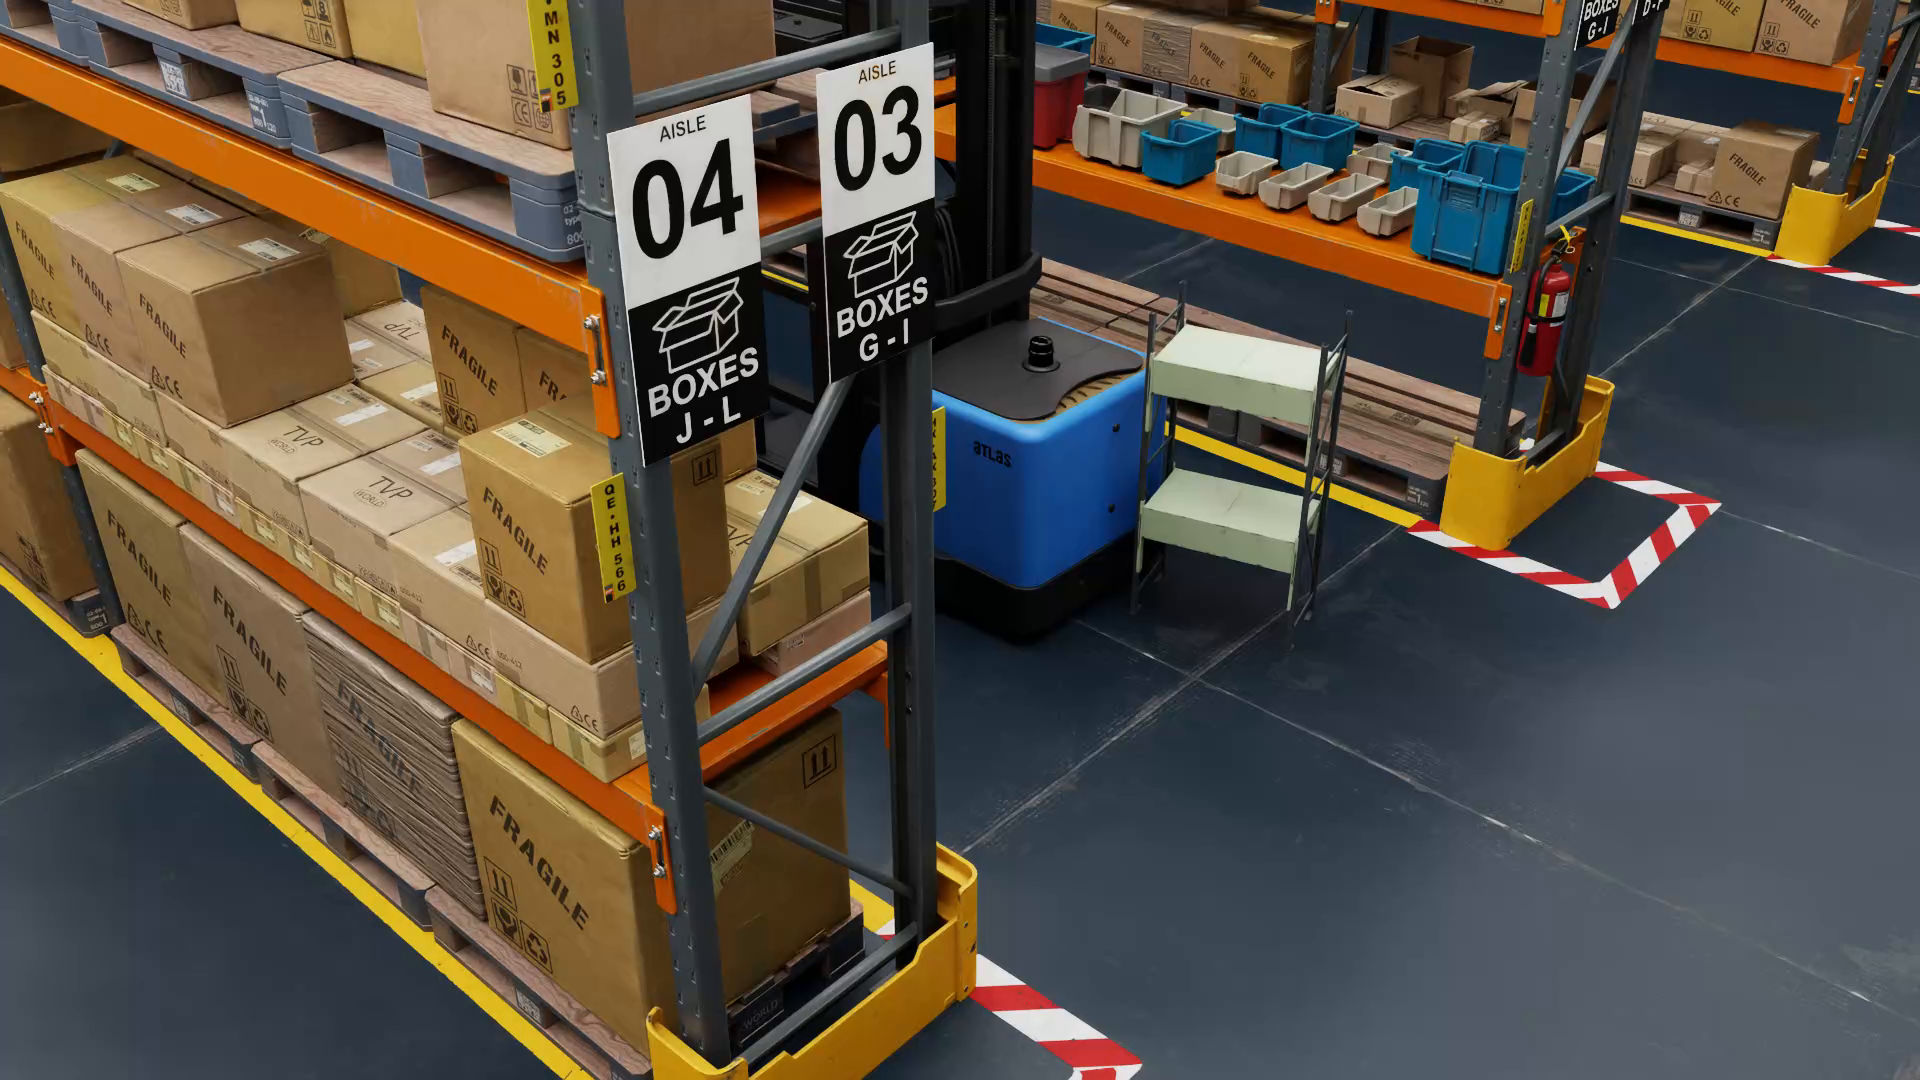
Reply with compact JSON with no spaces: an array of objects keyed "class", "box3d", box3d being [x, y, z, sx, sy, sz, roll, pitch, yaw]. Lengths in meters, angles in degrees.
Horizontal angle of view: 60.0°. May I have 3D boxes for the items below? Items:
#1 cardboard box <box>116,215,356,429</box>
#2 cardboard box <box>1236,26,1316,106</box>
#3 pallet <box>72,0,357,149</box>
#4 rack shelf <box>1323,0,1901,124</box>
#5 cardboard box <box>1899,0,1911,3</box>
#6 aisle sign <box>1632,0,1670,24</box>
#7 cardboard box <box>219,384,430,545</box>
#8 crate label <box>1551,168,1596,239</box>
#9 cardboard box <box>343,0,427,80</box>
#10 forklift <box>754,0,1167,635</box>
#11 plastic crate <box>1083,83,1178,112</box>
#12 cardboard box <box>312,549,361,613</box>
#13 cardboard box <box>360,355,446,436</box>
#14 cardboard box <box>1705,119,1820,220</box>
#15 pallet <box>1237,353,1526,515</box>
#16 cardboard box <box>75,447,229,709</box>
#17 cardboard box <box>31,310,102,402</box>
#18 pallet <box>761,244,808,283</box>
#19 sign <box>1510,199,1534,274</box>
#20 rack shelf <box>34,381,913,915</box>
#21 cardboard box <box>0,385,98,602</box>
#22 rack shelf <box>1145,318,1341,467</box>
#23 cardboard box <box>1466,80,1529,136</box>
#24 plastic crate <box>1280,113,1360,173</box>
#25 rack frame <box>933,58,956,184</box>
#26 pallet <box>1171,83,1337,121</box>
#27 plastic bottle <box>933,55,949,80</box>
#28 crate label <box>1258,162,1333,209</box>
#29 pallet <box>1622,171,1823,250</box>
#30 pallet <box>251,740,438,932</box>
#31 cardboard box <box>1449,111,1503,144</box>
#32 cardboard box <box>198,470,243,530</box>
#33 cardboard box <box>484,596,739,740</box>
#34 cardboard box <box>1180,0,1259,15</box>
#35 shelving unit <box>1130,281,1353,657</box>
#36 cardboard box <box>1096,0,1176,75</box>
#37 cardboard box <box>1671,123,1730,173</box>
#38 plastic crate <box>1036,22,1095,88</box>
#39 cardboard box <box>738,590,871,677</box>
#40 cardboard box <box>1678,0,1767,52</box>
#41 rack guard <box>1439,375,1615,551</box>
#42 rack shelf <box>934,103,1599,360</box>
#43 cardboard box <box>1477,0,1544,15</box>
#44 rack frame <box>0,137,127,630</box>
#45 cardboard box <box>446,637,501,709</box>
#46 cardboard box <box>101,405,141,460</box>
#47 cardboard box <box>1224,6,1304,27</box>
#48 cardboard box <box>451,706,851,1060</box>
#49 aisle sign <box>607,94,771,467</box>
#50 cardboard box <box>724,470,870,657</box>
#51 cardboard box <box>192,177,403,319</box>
[{"class":"cardboard box","box3d":[-2.487,-0.762,5.737,0.500,0.500,0.500,24,38,34]},{"class":"cardboard box","box3d":[2.672,-3.958,13.914,0.500,0.500,0.500,25,39,35]},{"class":"pallet","box3d":[-1.920,-1.530,5.061,1.213,0.211,1.003,25,39,35]},{"class":"rack shelf","box3d":[4.713,-3.779,12.317,4.000,0.370,1.077,25,39,35]},{"class":"cardboard box","box3d":[8.524,-4.945,14.943,0.250,0.149,0.380,26,40,36]},{"class":"aisle sign","box3d":[3.122,-2.705,7.314,0.004,0.787,0.394,25,39,35]},{"class":"cardboard box","box3d":[-2.133,-0.268,5.644,0.500,0.250,0.500,25,39,35]},{"class":"crate label","box3d":[2.908,-1.668,8.216,0.303,0.233,0.416,25,39,35]},{"class":"cardboard box","box3d":[-1.212,-1.559,4.422,0.500,0.500,0.700,23,38,33]},{"class":"forklift","box3d":[-0.465,-1.475,7.858,3.031,2.935,1.130,25,39,35]},{"class":"plastic crate","box3d":[0.914,-2.510,9.719,0.590,0.125,0.437,25,39,35]},{"class":"cardboard box","box3d":[-1.890,0.060,5.486,0.250,0.149,0.380,25,39,35]},{"class":"cardboard box","box3d":[-1.779,-0.472,5.983,0.500,0.250,0.500,24,39,34]},{"class":"cardboard box","box3d":[5.628,-2.607,11.669,0.500,0.500,0.500,25,39,35]},{"class":"pallet","box3d":[2.284,-0.608,9.055,1.213,0.211,1.003,25,39,35]},{"class":"cardboard box","box3d":[-2.984,-0.003,7.000,0.875,0.875,0.875,25,39,35]},{"class":"cardboard box","box3d":[-3.247,-0.793,6.516,0.500,0.250,0.500,24,39,34]},{"class":"pallet","box3d":[-0.640,-1.975,11.326,1.213,0.211,1.003,25,39,35]},{"class":"sign","box3d":[2.513,-1.356,7.436,0.005,0.325,0.100,25,39,35]},{"class":"rack shelf","box3d":[-1.937,0.008,6.026,4.000,0.370,1.077,25,39,35]},{"class":"cardboard box","box3d":[-3.908,-0.476,7.785,0.875,0.875,1.225,25,39,35]},{"class":"rack shelf","box3d":[1.211,-0.638,7.099,0.720,0.370,0.431,14,34,22]},{"class":"cardboard box","box3d":[4.399,-3.468,13.282,0.500,0.311,0.500,25,39,35]},{"class":"plastic crate","box3d":[1.931,-2.123,8.973,0.300,0.233,0.416,25,39,35]},{"class":"rack frame","box3d":[-0.096,-2.887,10.137,0.127,3.000,1.000,25,39,35]},{"class":"pallet","box3d":[2.602,-3.852,14.444,1.213,0.211,1.003,25,39,35]},{"class":"plastic bottle","box3d":[-0.170,-3.125,10.581,0.185,0.351,0.144,25,39,35]},{"class":"crate label","box3d":[1.715,-1.821,8.564,0.243,0.136,0.396,25,39,35]},{"class":"pallet","box3d":[5.548,-2.502,12.202,1.213,0.211,1.003,25,39,35]},{"class":"pallet","box3d":[-2.000,0.917,6.522,1.213,0.211,1.003,25,39,35]},{"class":"cardboard box","box3d":[4.045,-3.231,13.029,0.250,0.166,0.380,25,39,35]},{"class":"cardboard box","box3d":[-2.462,-0.207,5.929,0.250,0.149,0.380,26,39,36]},{"class":"cardboard box","box3d":[-0.991,0.262,4.763,0.500,0.250,0.500,24,39,34]},{"class":"cardboard box","box3d":[2.294,-4.825,14.627,0.500,0.250,0.500,25,39,35]},{"class":"shelving unit","box3d":[1.211,-0.304,7.300,0.755,1.500,0.431,14,34,22]},{"class":"cardboard box","box3d":[1.561,-4.481,14.783,0.500,0.500,0.500,24,38,34]},{"class":"cardboard box","box3d":[5.613,-2.875,12.357,0.500,0.250,0.500,25,39,35]},{"class":"plastic crate","box3d":[0.479,-2.874,10.074,0.575,0.384,0.392,25,39,35]},{"class":"cardboard box","box3d":[-0.496,0.250,5.169,0.250,0.149,0.380,26,39,36]},{"class":"cardboard box","box3d":[5.295,-3.667,11.336,0.500,0.500,0.500,25,39,35]},{"class":"rack guard","box3d":[2.896,-0.428,8.476,0.348,0.500,1.175,25,39,35]},{"class":"rack shelf","box3d":[1.387,-1.886,9.172,4.000,0.370,1.077,25,39,35]},{"class":"cardboard box","box3d":[4.177,-4.192,12.208,0.500,0.500,0.500,25,39,35]},{"class":"rack frame","box3d":[-3.420,-0.993,6.991,0.127,3.000,1.000,25,39,35]},{"class":"cardboard box","box3d":[-1.319,0.325,5.045,0.250,0.149,0.380,25,39,35]},{"class":"cardboard box","box3d":[-3.033,-0.474,6.372,0.250,0.149,0.380,27,40,37]},{"class":"cardboard box","box3d":[2.632,-4.338,14.545,0.500,0.500,0.500,26,39,36]},{"class":"cardboard box","box3d":[-0.982,0.931,5.448,0.875,0.875,0.875,25,39,35]},{"class":"aisle sign","box3d":[-0.602,-0.582,3.789,0.004,0.787,0.394,25,39,35]},{"class":"cardboard box","box3d":[-0.629,0.059,5.100,0.500,0.250,0.500,24,38,34]},{"class":"cardboard box","box3d":[-2.531,-1.145,6.374,0.500,0.500,0.500,25,39,36]}]
